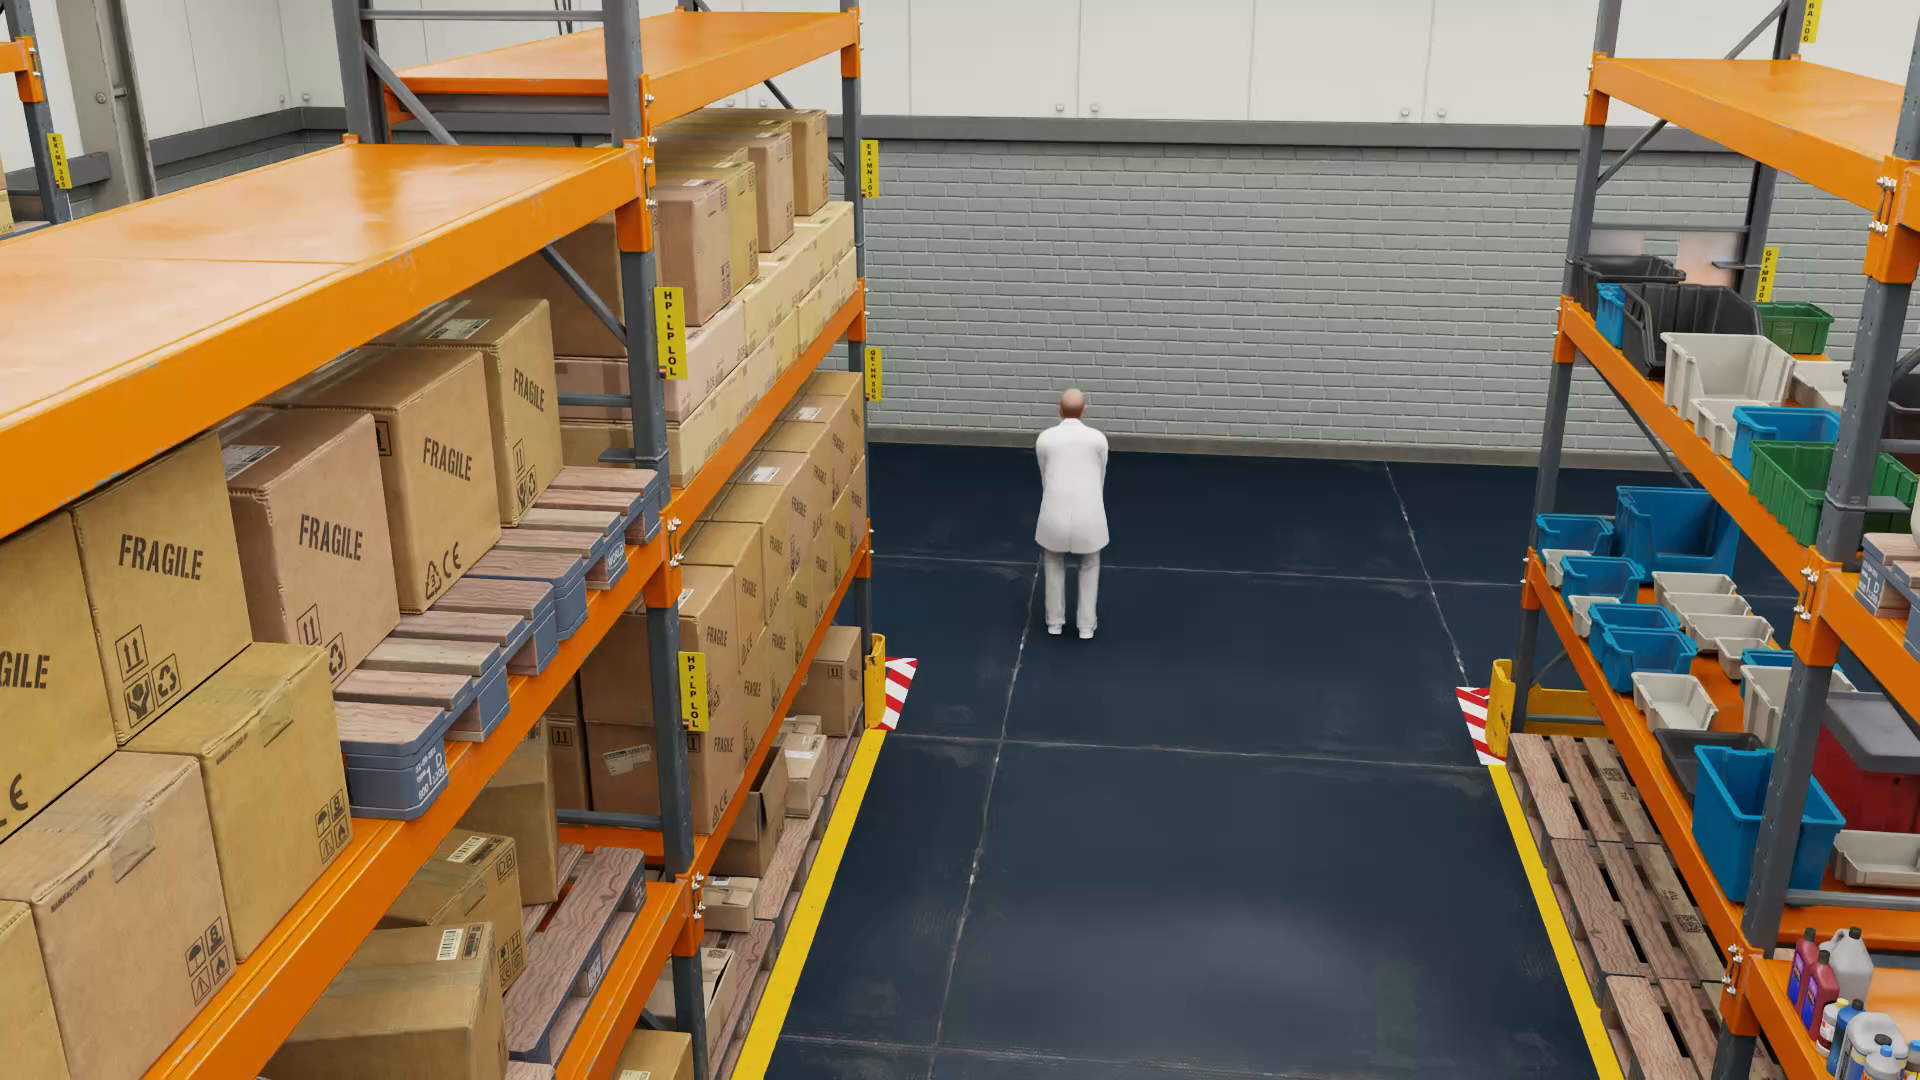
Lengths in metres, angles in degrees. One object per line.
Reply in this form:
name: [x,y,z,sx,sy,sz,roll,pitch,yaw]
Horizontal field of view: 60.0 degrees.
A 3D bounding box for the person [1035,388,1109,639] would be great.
person: [0.790,-0.209,11.670,0.529,1.770,0.582,2,21,5]
